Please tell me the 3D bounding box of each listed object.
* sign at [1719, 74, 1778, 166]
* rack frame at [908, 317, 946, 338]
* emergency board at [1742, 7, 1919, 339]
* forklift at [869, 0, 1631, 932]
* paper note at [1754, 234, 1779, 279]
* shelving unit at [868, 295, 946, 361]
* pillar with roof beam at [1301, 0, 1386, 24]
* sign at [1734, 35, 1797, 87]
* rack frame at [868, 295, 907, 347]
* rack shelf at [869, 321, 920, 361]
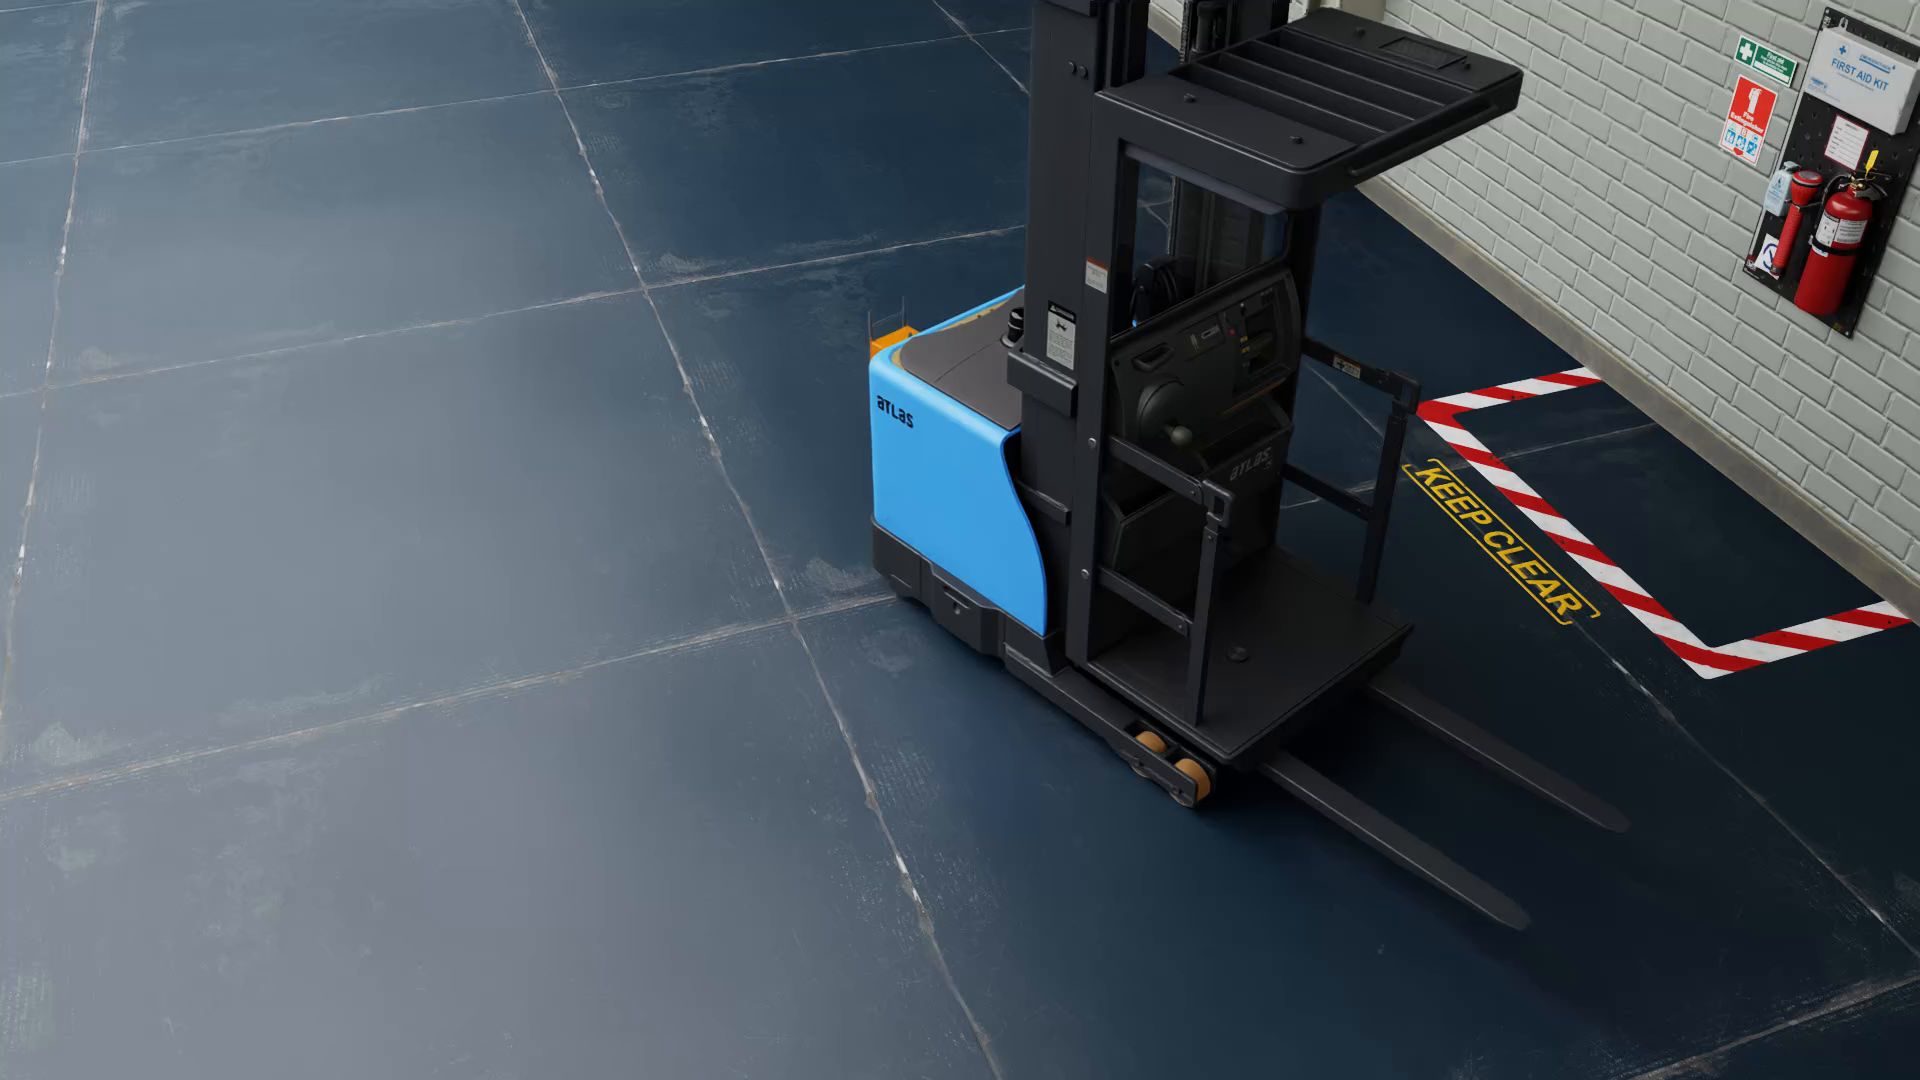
[{"bbox_3d":[3.368,-1.795,7.110,0.001,0.329,0.234,-12,39,-16],"label":"sign"},{"bbox_3d":[-0.131,-0.439,6.960,0.200,1.050,0.008,-29,46,-33],"label":"rack frame"},{"bbox_3d":[3.461,-1.447,6.678,0.194,1.169,0.643,-12,39,-16],"label":"emergency board"},{"bbox_3d":[0.996,-0.566,5.566,1.130,2.935,3.031,-29,46,-33],"label":"forklift"},{"bbox_3d":[3.465,-1.209,7.095,0.016,0.148,0.142,-12,39,-16],"label":"paper note"},{"bbox_3d":[-0.214,-0.493,7.032,0.215,1.050,0.252,-29,46,-33],"label":"shelving unit"},{"bbox_3d":[-1.831,-4.937,6.326,9.100,9.000,0.400,-12,39,-16],"label":"pillar with roof beam"},{"bbox_3d":[3.361,-2.002,6.945,0.001,0.109,0.331,-12,39,-16],"label":"sign"},{"bbox_3d":[-0.296,-0.547,7.104,0.200,1.050,0.008,-29,46,-33],"label":"rack frame"},{"bbox_3d":[-0.214,-0.711,6.867,0.215,0.259,0.240,-29,46,-33],"label":"rack shelf"}]
